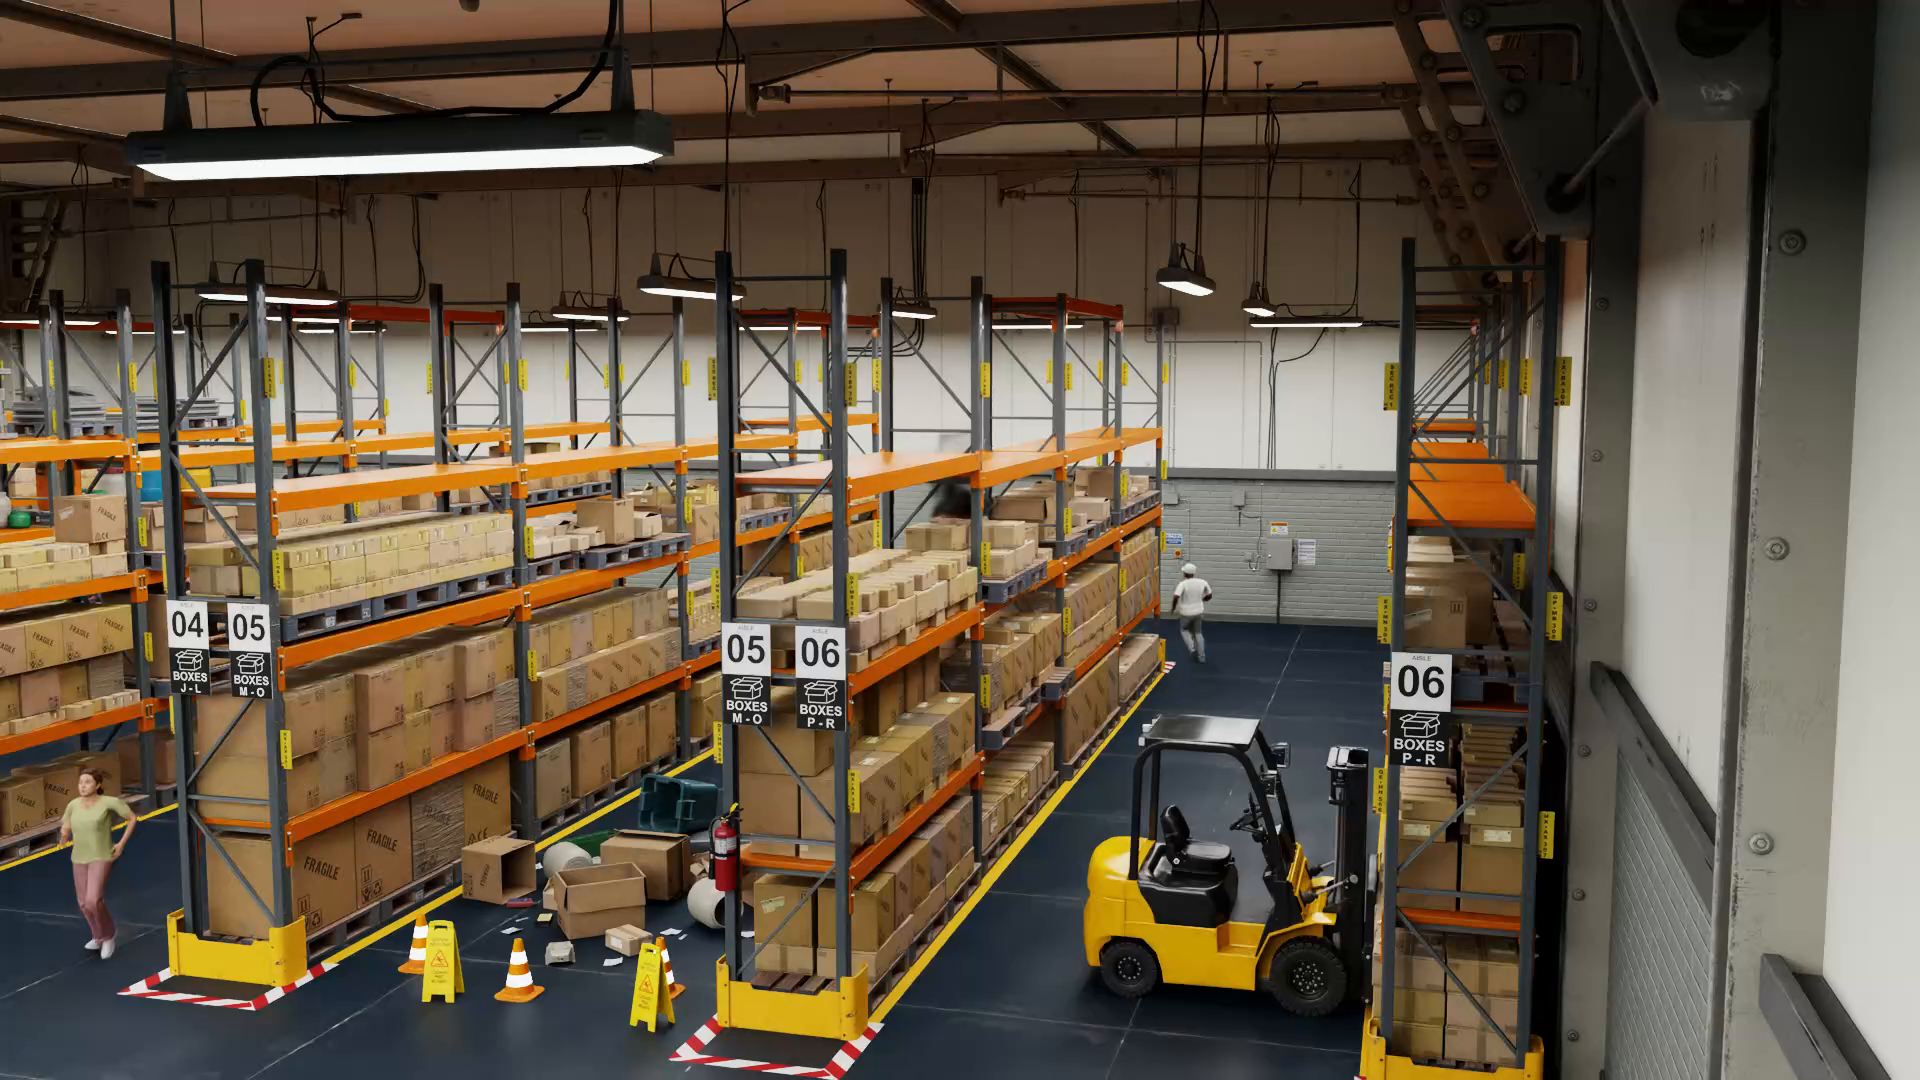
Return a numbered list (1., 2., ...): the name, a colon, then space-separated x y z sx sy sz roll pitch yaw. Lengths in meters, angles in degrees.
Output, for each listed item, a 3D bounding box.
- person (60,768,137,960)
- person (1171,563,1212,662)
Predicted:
1. person: -7.545 2.818 14.475 0.590 1.681 0.598 0 6 3
2. person: 3.990 1.255 28.903 0.781 1.728 0.562 -2 6 -14
